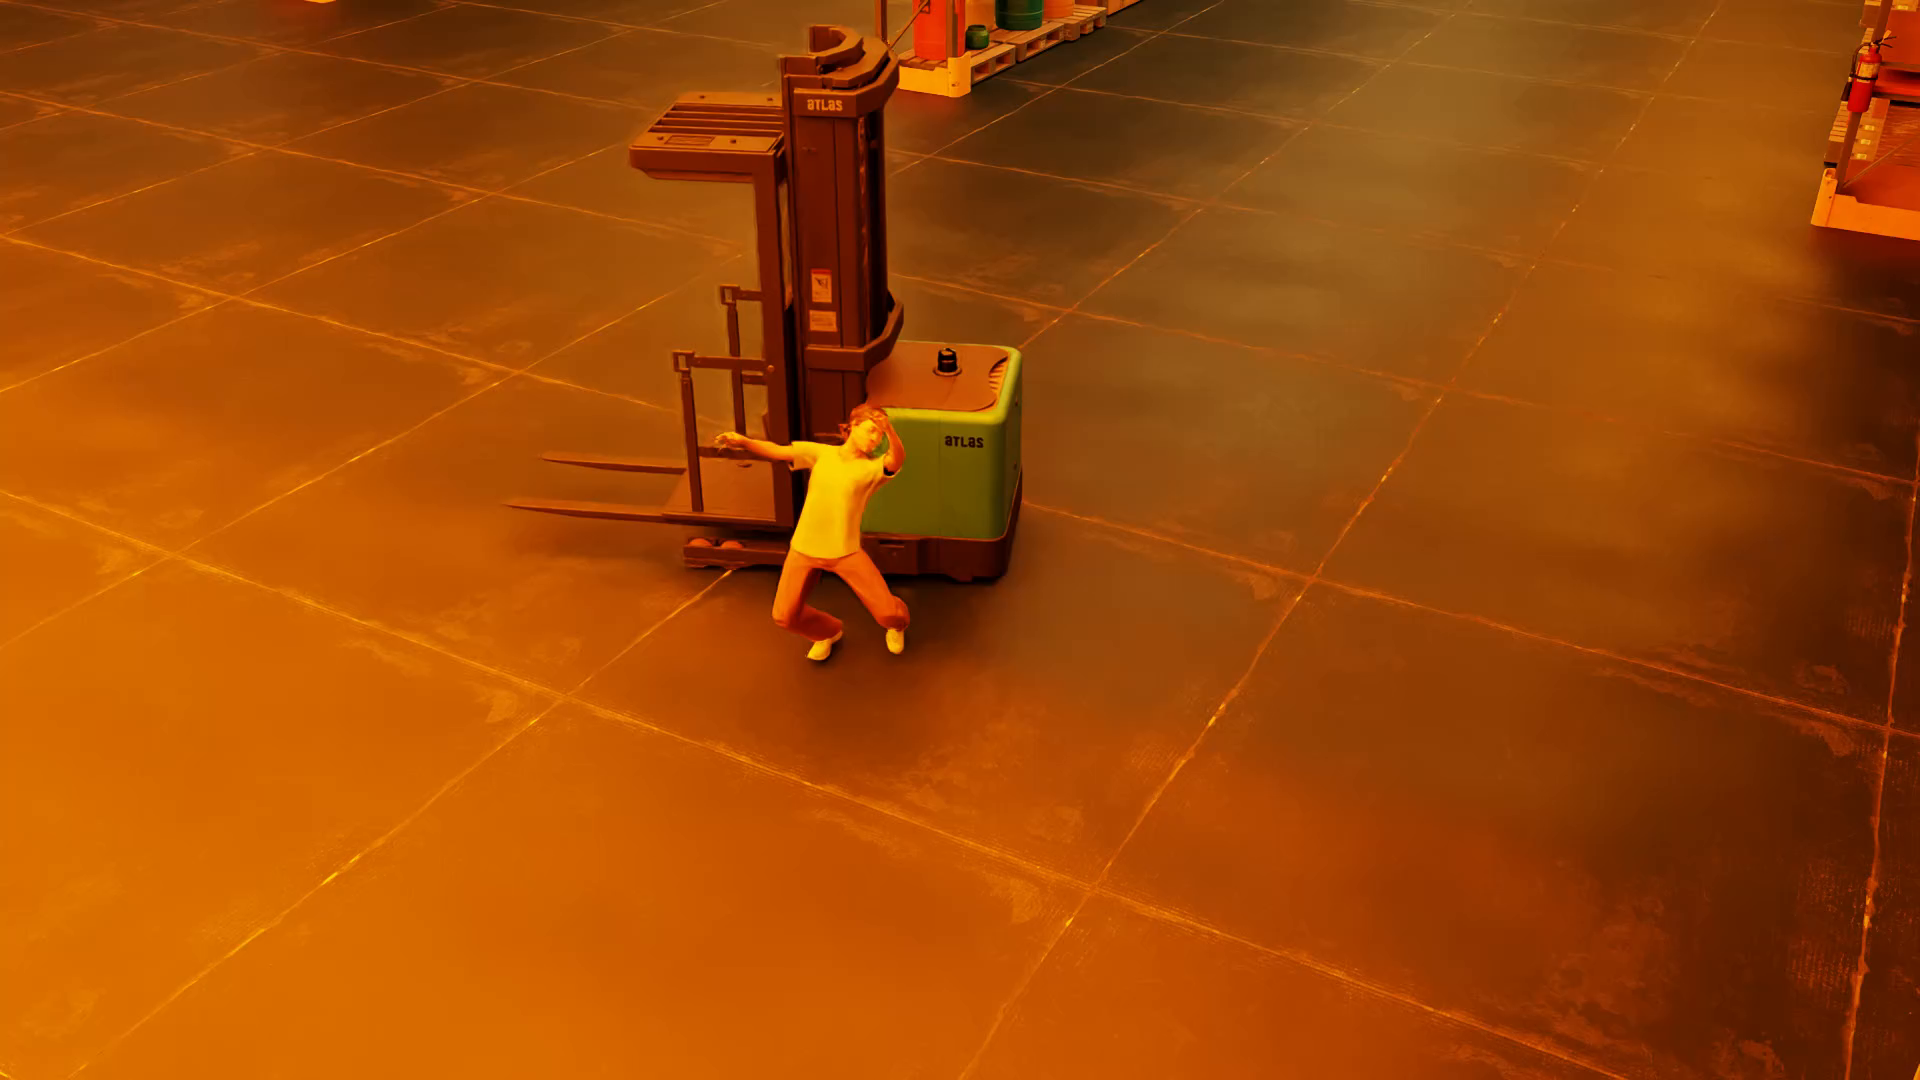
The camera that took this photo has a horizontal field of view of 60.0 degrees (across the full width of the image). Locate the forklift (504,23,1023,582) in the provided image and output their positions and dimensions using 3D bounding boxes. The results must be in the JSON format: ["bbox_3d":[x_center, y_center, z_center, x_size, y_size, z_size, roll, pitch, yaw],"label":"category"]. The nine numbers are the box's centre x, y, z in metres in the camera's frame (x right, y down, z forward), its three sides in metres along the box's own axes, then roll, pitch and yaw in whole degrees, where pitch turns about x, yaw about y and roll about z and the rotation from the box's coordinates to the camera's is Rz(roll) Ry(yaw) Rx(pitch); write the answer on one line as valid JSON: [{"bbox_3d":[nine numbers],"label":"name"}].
[{"bbox_3d":[-1.177,-1.351,9.412,3.031,2.935,1.130,4,30,7],"label":"forklift"}]

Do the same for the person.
[{"bbox_3d":[-0.708,-0.080,8.555,0.941,1.549,0.659,5,30,8],"label":"person"}]
